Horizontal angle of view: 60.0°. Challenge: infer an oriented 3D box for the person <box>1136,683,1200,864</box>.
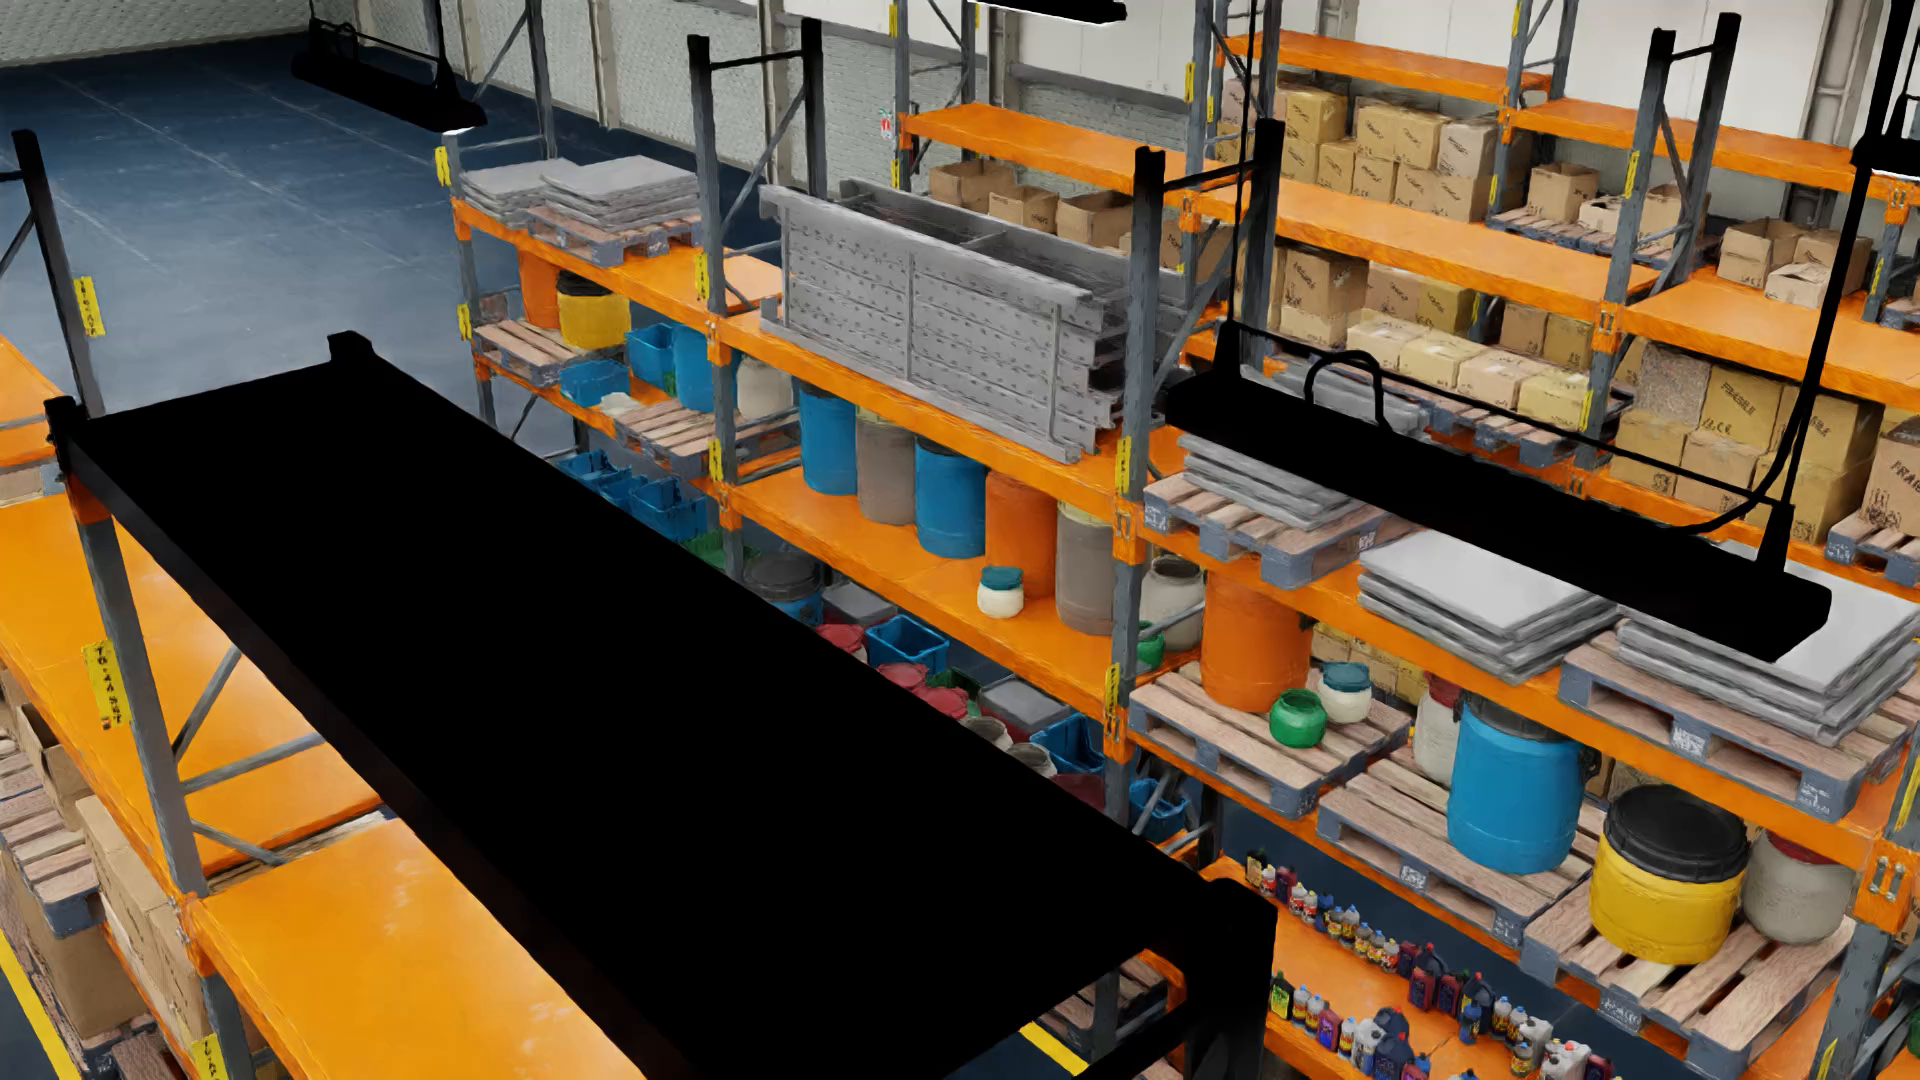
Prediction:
[{"bbox_3d":[1.592,1.665,12.548,0.592,1.604,0.513,-23,35,-38],"label":"person"}]
